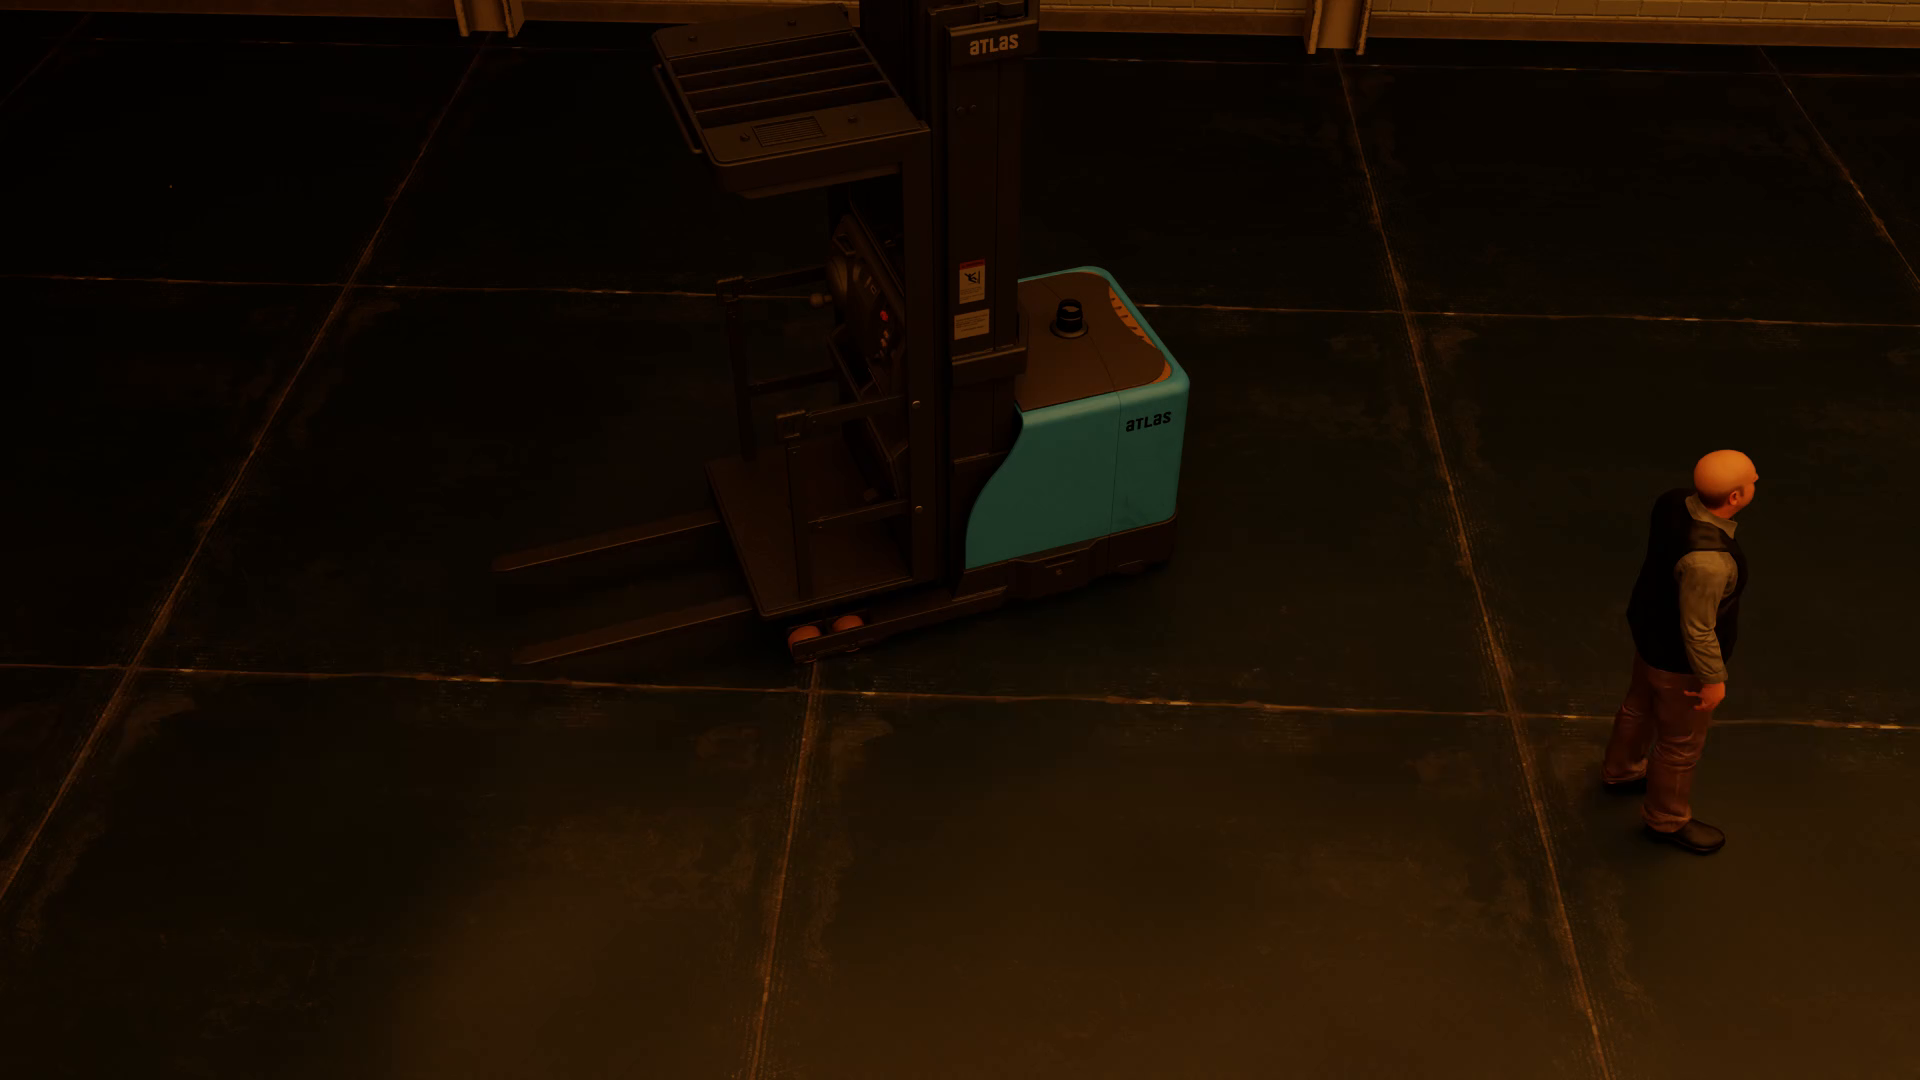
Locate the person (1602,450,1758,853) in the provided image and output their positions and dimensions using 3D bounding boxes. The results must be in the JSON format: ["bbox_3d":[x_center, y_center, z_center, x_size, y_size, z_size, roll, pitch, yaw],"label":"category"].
[{"bbox_3d":[2.755,0.383,6.210,0.566,1.723,0.633,3,42,3],"label":"person"}]

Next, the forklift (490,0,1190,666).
[{"bbox_3d":[-0.573,-0.945,6.778,3.031,2.935,1.130,-13,44,-14],"label":"forklift"}]
